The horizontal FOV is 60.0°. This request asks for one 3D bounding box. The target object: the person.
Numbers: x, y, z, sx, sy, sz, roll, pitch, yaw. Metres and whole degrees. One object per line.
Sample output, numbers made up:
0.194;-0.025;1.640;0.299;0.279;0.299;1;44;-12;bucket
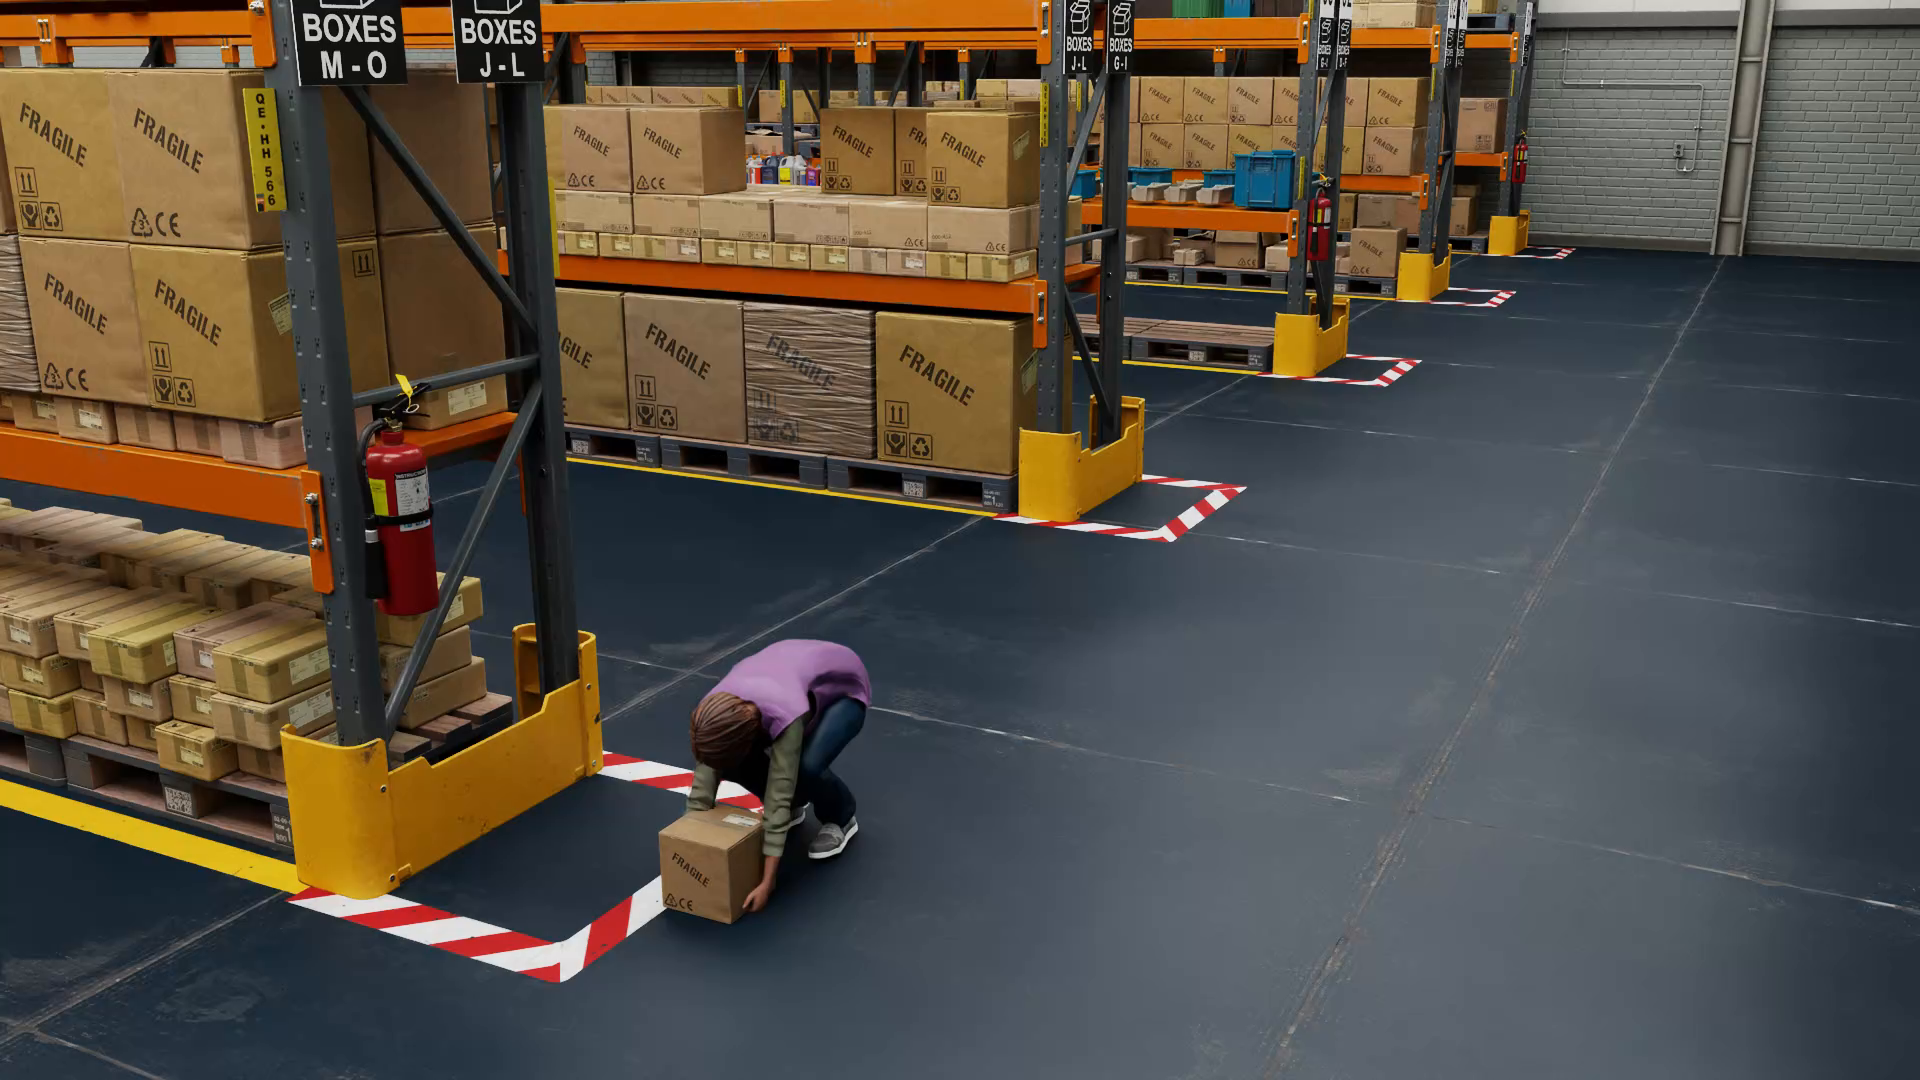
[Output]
-0.586;0.708;5.279;0.419;0.711;0.868;9;18;27;person
